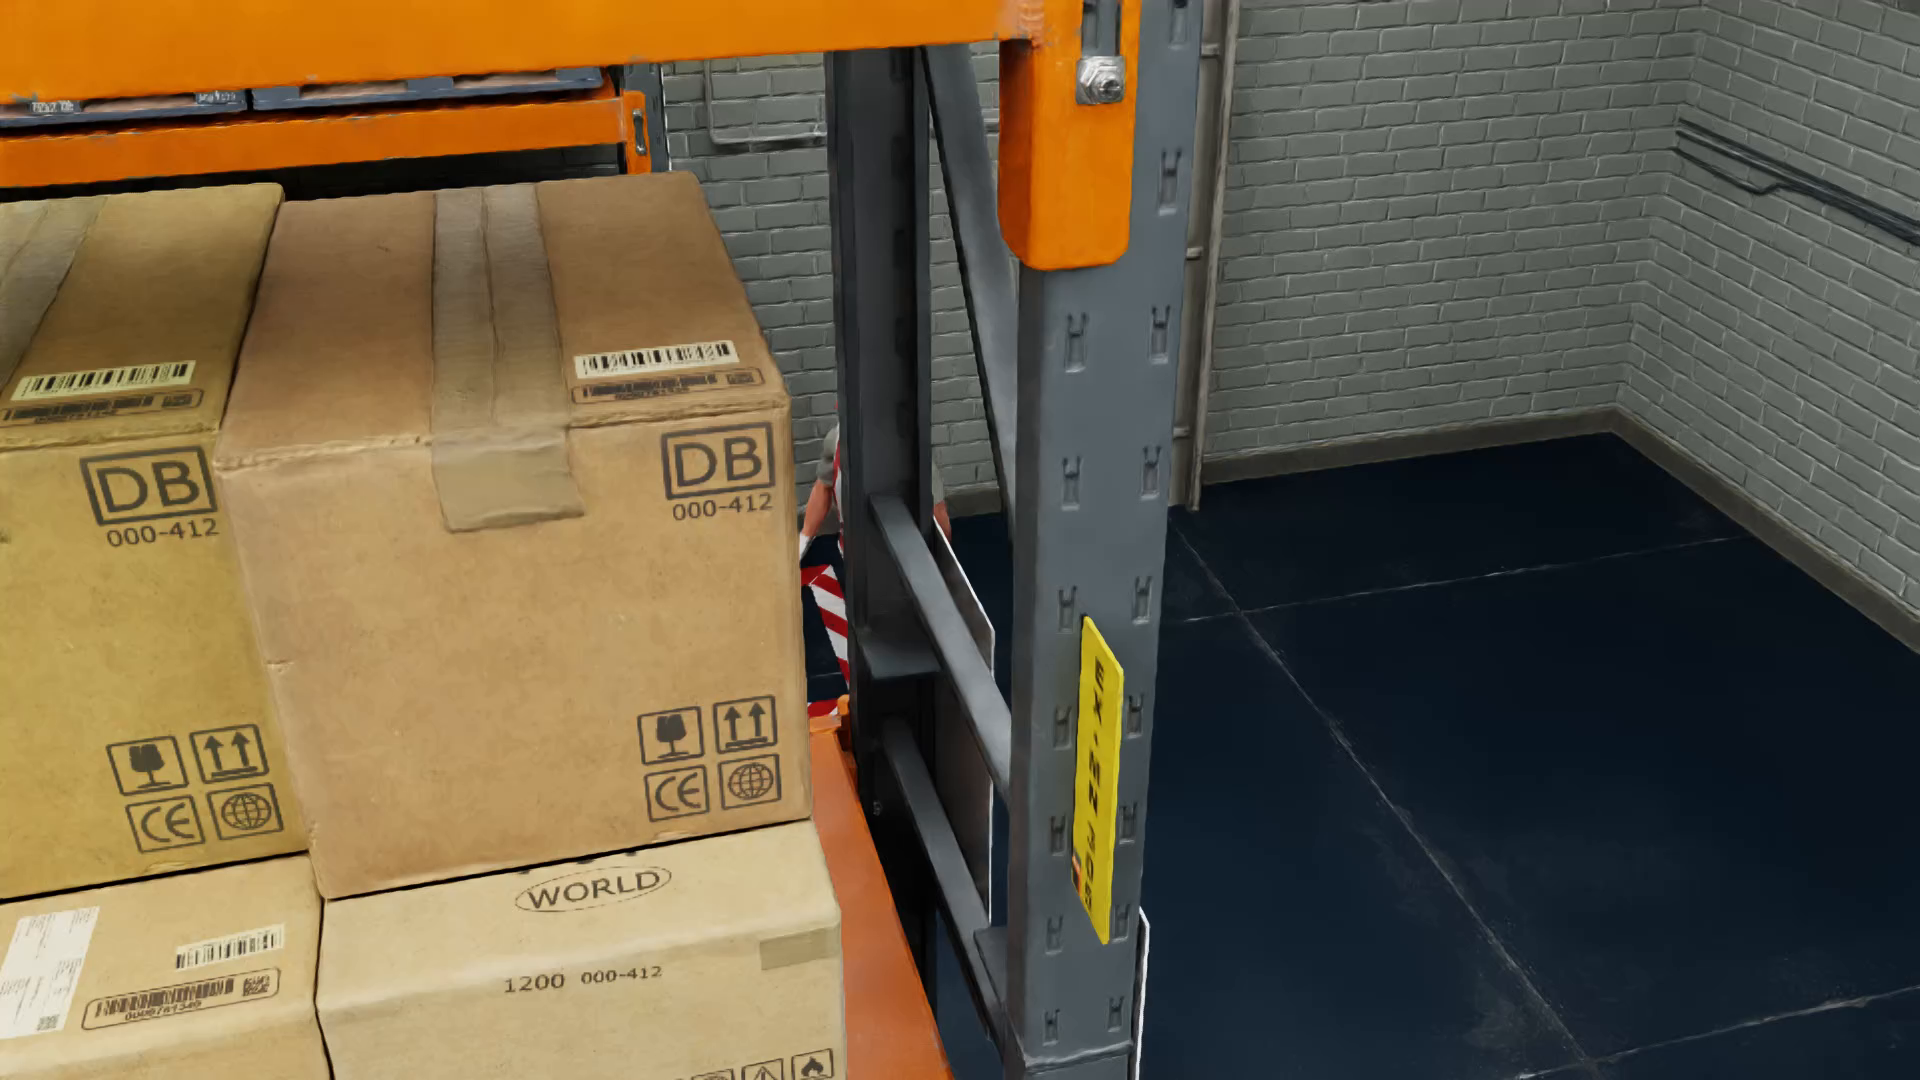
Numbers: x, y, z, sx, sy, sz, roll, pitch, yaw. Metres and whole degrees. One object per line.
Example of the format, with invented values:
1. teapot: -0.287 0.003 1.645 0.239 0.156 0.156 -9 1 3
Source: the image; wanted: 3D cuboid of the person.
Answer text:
1. person: -0.341 0.091 6.936 0.711 1.795 0.538 23 37 34
